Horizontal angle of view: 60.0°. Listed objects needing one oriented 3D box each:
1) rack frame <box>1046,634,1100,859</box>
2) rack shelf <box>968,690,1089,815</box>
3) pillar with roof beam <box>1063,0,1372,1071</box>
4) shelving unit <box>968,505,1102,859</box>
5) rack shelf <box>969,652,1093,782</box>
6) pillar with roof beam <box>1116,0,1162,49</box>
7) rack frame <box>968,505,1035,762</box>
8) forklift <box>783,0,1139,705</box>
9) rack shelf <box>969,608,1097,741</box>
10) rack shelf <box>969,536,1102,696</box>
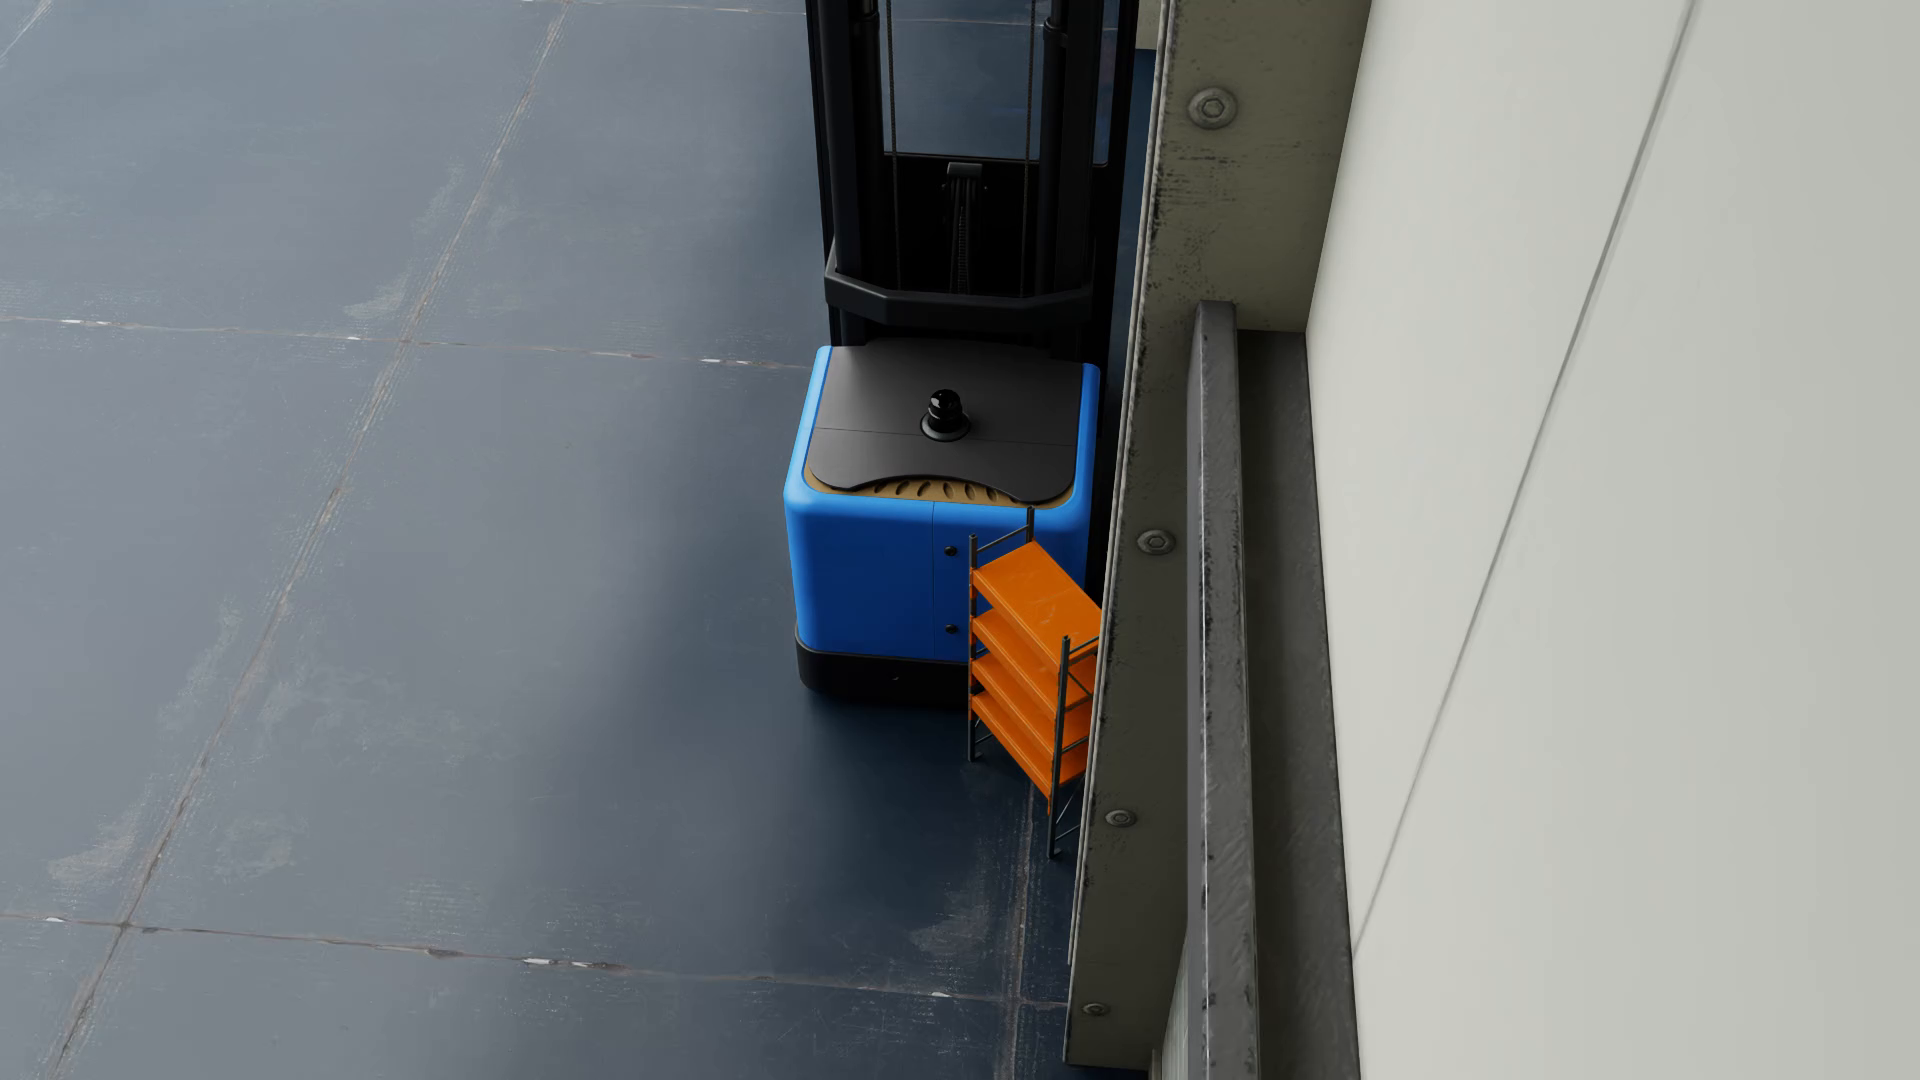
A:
[{"bbox_3d":[0.404,0.647,5.371,0.240,1.200,0.015,-26,53,-22],"label":"rack frame"},{"bbox_3d":[0.268,0.677,5.704,0.258,0.148,0.480,-26,53,-22],"label":"rack shelf"},{"bbox_3d":[-3.790,-1.807,2.330,9.100,9.000,0.400,4,48,4],"label":"pillar with roof beam"},{"bbox_3d":[0.268,0.497,5.508,0.258,1.200,0.503,-26,53,-22],"label":"shelving unit"},{"bbox_3d":[0.268,0.543,5.558,0.258,0.148,0.480,-26,53,-22],"label":"rack shelf"},{"bbox_3d":[-3.243,-6.216,6.363,9.100,9.000,0.400,4,48,4],"label":"pillar with roof beam"},{"bbox_3d":[0.132,0.348,5.645,0.240,1.200,0.015,-26,53,-22],"label":"rack frame"},{"bbox_3d":[0.064,-1.452,6.117,1.130,2.935,3.031,4,48,4],"label":"forklift"},{"bbox_3d":[0.268,0.392,5.393,0.258,0.148,0.480,-26,53,-22],"label":"rack shelf"},{"bbox_3d":[0.268,0.232,5.218,0.258,0.148,0.480,-26,53,-22],"label":"rack shelf"}]
